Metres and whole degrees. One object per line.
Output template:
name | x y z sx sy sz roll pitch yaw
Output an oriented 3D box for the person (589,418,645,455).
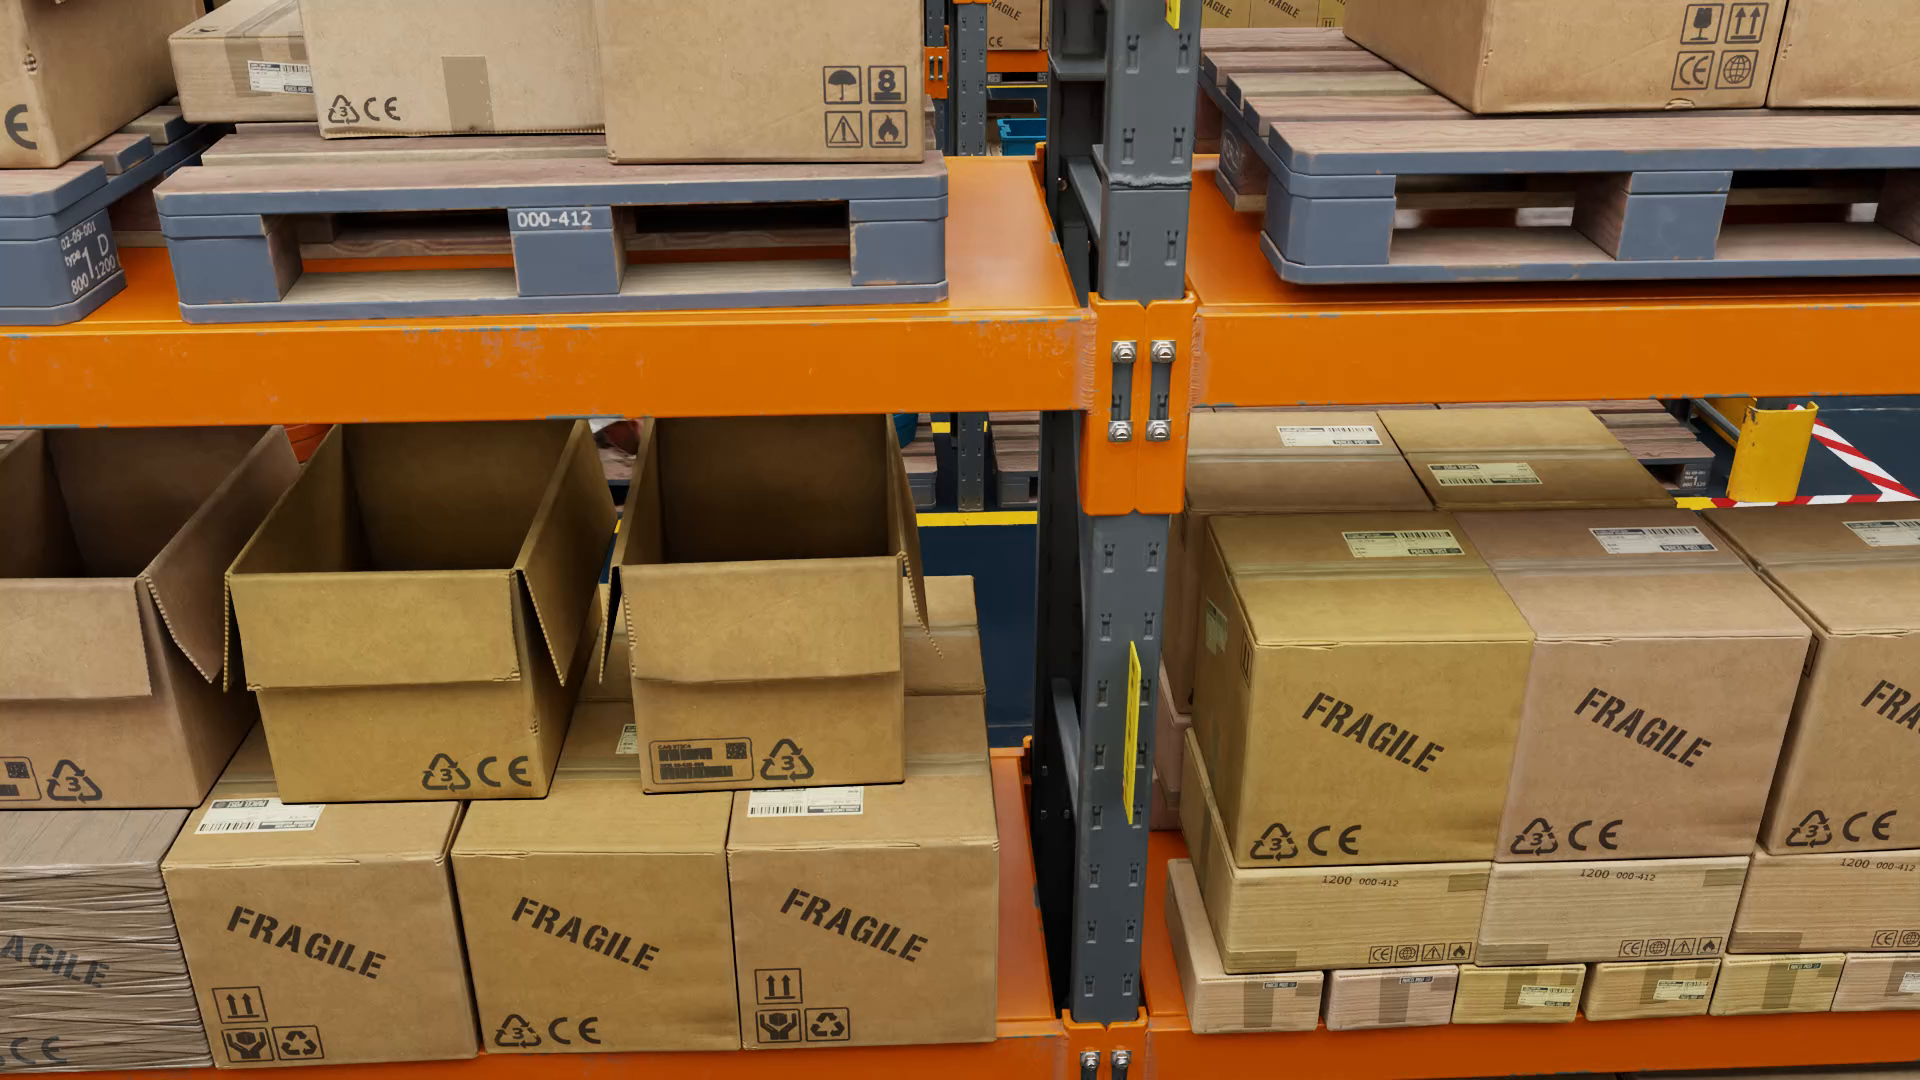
person | -0.929 0.088 6.202 0.822 1.528 0.492 -2 27 -4
